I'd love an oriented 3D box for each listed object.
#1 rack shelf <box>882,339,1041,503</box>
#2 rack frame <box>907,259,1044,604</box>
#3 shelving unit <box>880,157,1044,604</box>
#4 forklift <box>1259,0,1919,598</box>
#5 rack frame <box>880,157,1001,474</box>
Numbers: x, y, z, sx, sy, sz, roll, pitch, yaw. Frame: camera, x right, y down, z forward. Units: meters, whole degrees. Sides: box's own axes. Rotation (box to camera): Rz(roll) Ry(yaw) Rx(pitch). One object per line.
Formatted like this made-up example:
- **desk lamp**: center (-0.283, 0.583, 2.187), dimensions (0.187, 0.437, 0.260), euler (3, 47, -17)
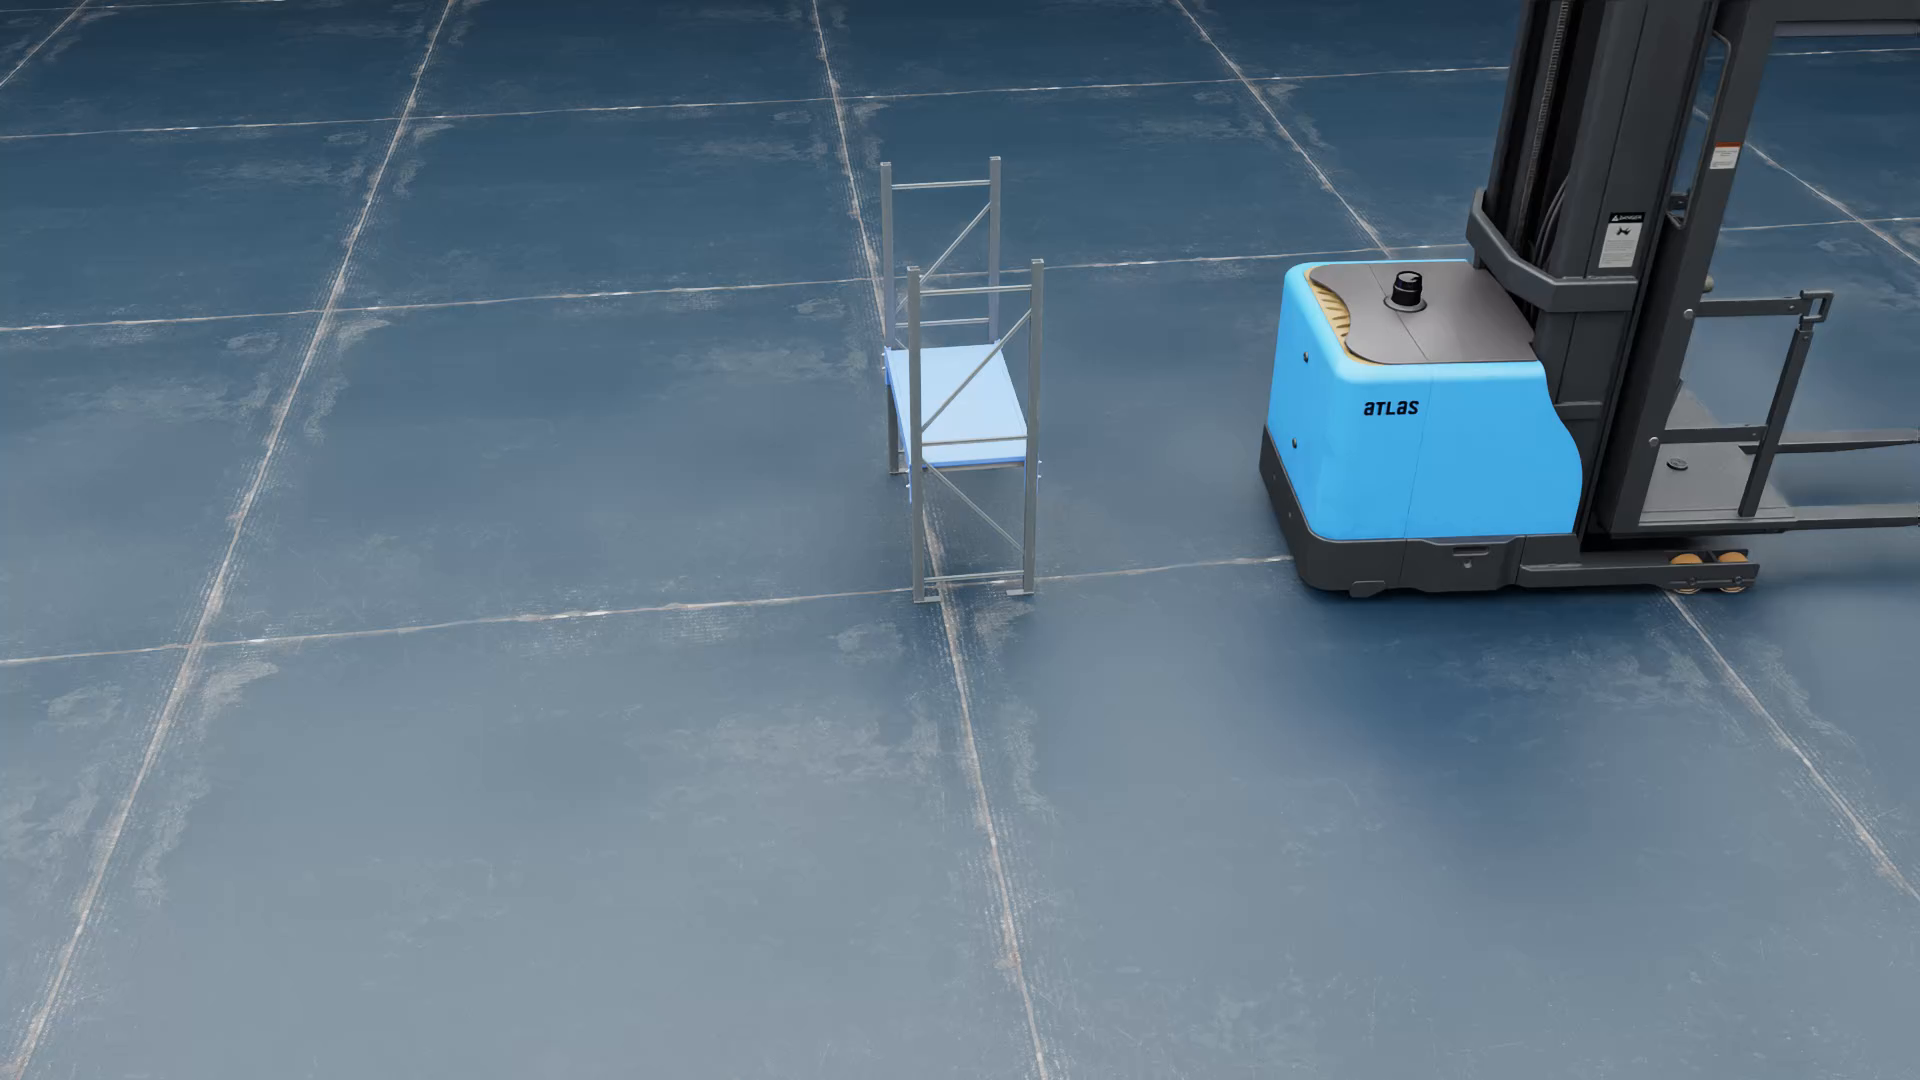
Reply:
- **rack shelf**: center (-0.011, -0.519, 6.999), dimensions (0.538, 0.185, 1.000), euler (-4, 35, -6)
- **rack frame**: center (0.057, -0.384, 6.481), dimensions (0.500, 1.500, 0.032), euler (-4, 35, -6)
- **shelving unit**: center (-0.011, -0.667, 6.897), dimensions (0.538, 1.500, 1.048), euler (-4, 35, -6)
- **forklift**: center (2.903, -1.284, 6.531), dimensions (3.031, 2.935, 1.130), euler (-2, 34, -3)
- **rack frame**: center (-0.080, -0.951, 7.314), dimensions (0.500, 1.500, 0.032), euler (-4, 35, -6)
